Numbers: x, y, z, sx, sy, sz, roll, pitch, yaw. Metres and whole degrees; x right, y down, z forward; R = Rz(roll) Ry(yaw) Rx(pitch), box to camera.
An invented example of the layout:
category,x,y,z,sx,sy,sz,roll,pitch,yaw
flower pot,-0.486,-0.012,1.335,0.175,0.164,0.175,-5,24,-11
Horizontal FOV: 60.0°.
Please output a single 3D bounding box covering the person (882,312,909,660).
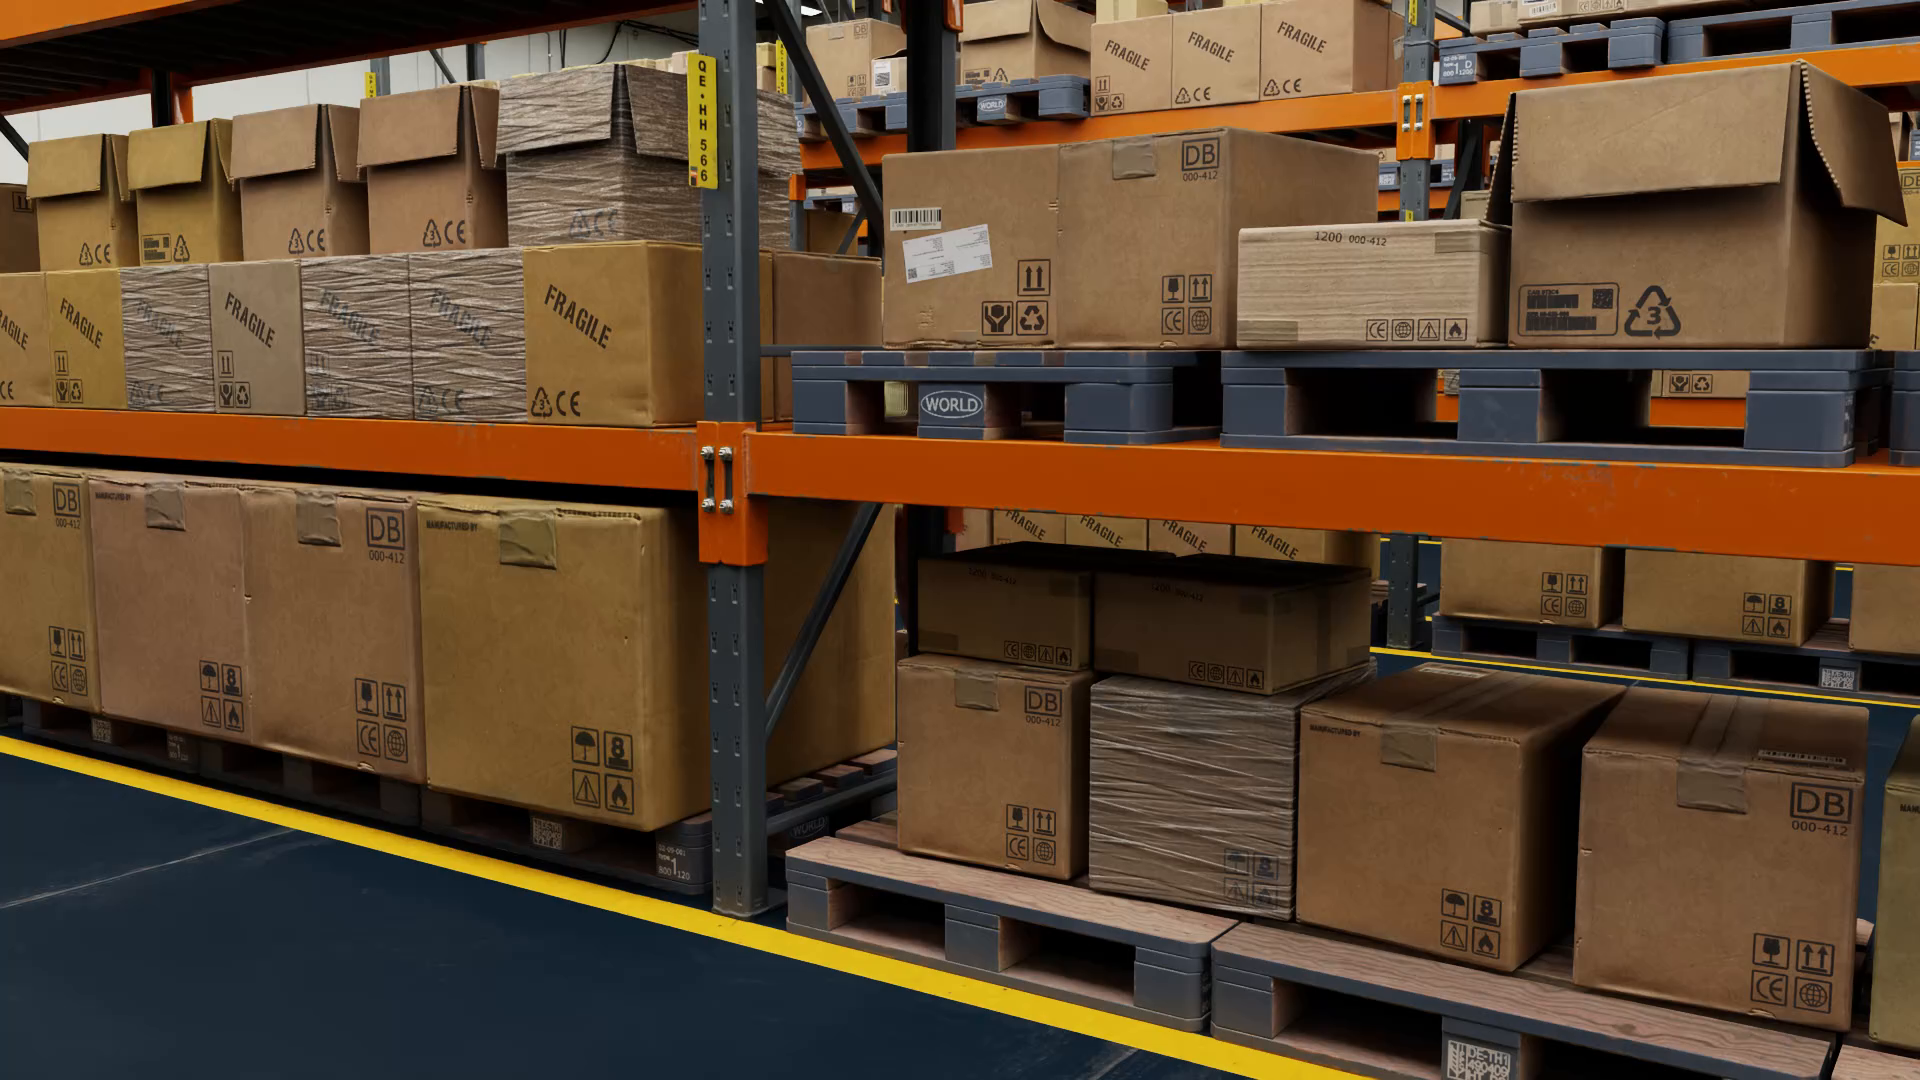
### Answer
category,x,y,z,sx,sy,sz,roll,pitch,yaw
person,-0.367,-0.107,6.885,0.468,1.669,0.545,-5,8,-36
